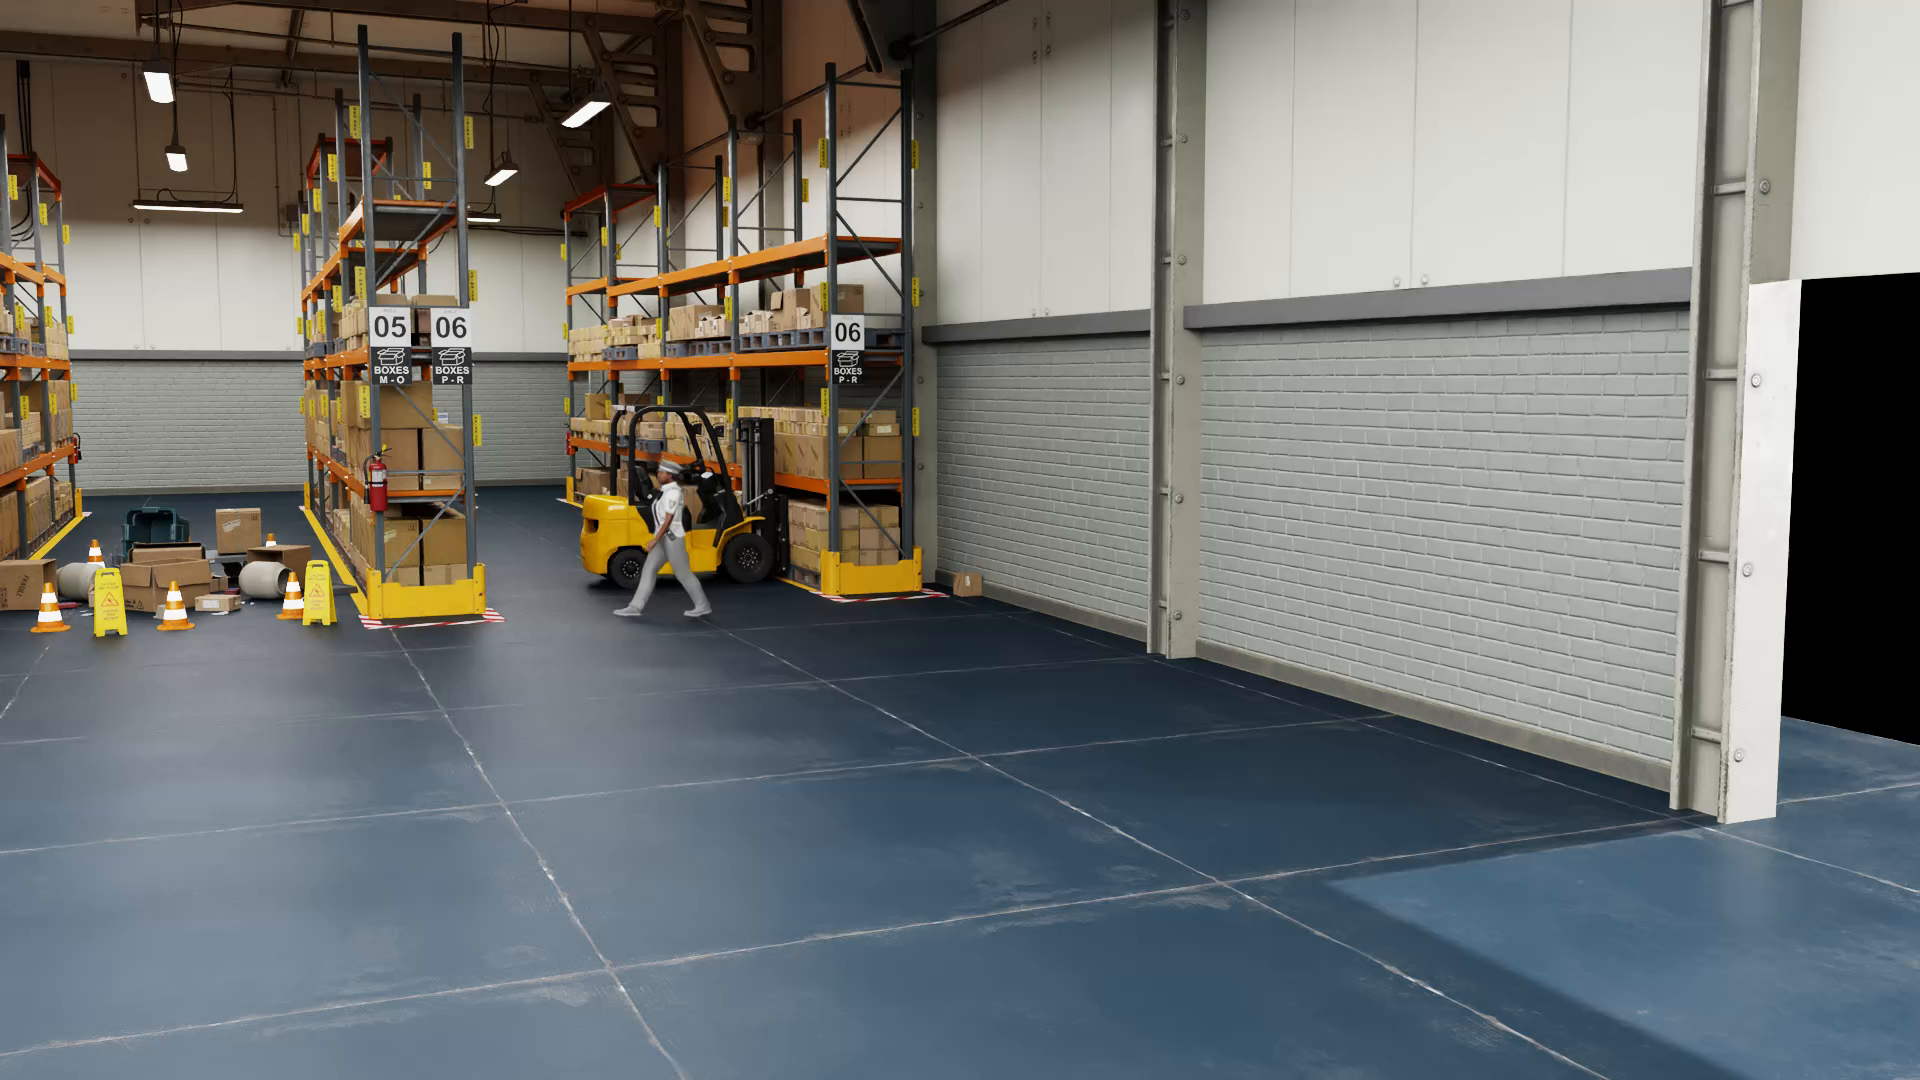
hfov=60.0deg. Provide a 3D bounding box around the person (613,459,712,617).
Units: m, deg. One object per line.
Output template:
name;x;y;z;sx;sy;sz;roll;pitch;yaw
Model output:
person;-3.039;-0.016;16.947;0.978;1.631;0.459;-2;6;-21
